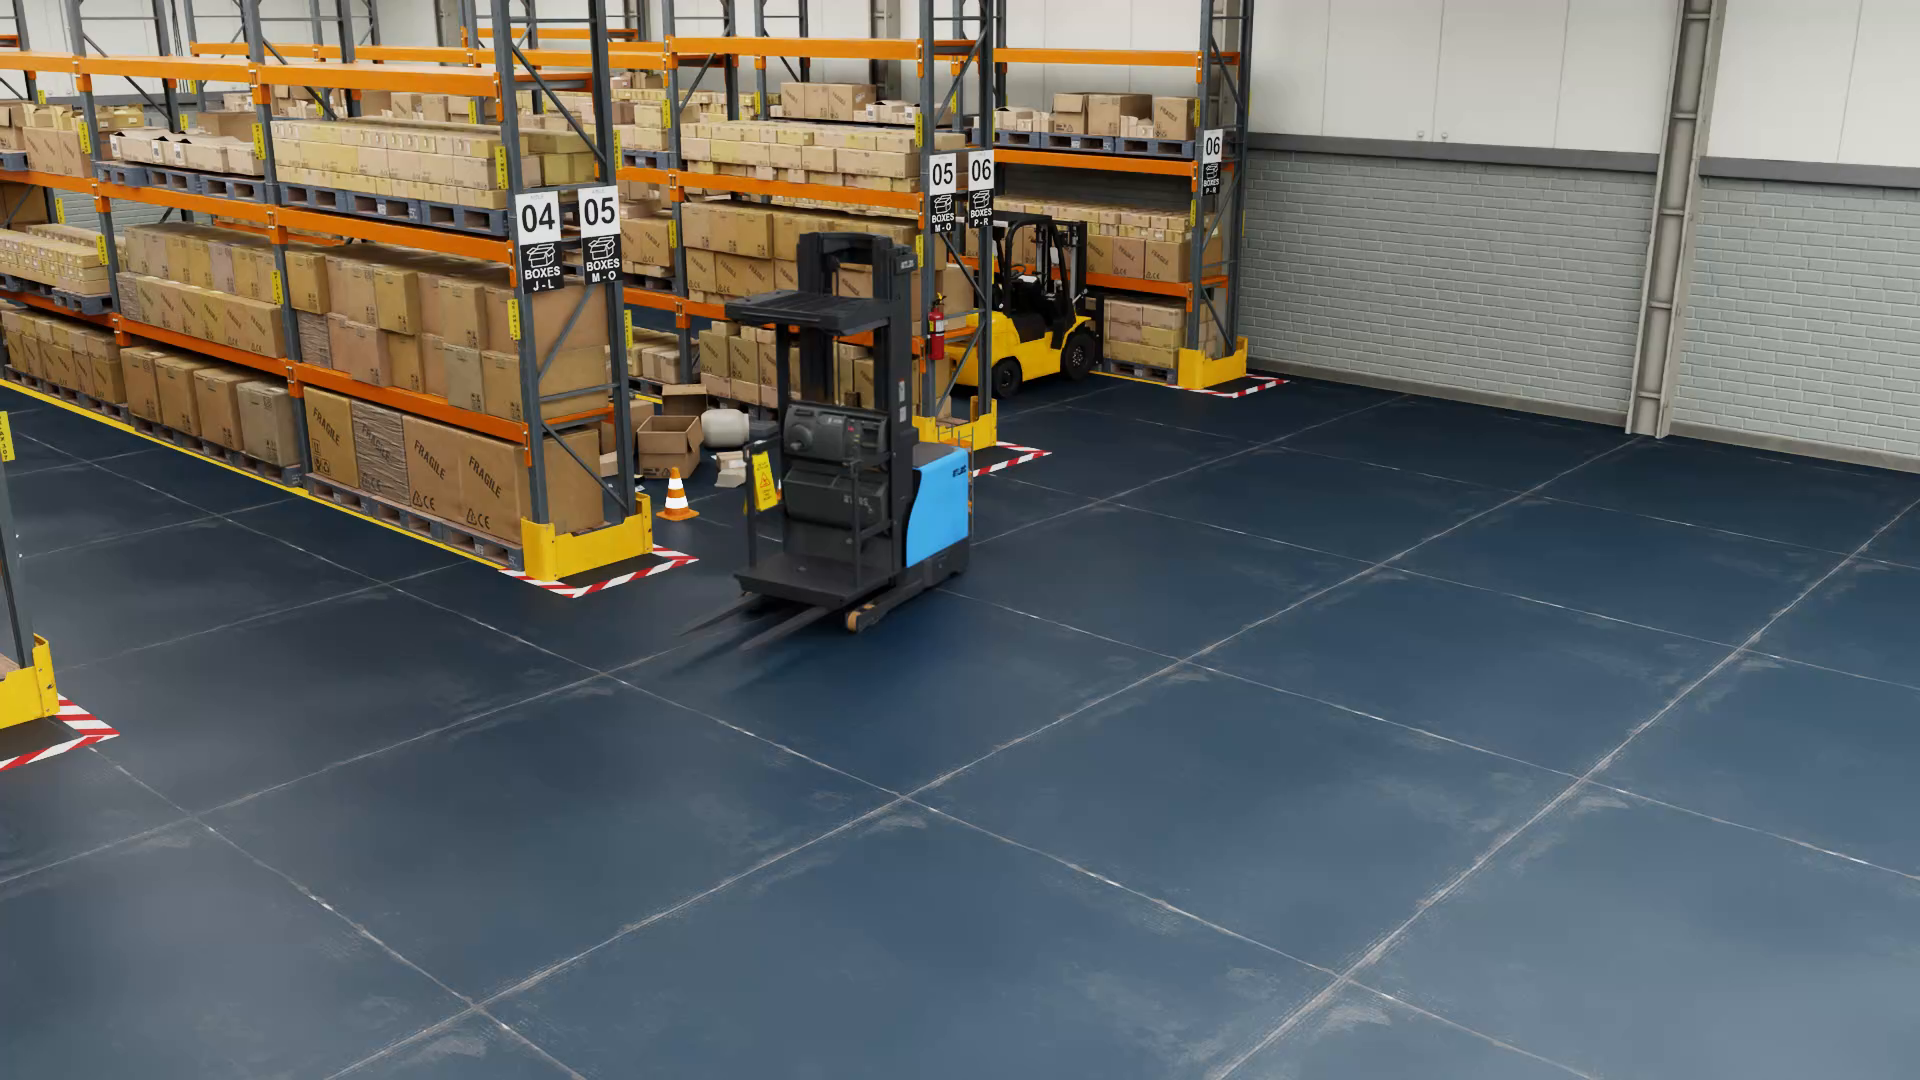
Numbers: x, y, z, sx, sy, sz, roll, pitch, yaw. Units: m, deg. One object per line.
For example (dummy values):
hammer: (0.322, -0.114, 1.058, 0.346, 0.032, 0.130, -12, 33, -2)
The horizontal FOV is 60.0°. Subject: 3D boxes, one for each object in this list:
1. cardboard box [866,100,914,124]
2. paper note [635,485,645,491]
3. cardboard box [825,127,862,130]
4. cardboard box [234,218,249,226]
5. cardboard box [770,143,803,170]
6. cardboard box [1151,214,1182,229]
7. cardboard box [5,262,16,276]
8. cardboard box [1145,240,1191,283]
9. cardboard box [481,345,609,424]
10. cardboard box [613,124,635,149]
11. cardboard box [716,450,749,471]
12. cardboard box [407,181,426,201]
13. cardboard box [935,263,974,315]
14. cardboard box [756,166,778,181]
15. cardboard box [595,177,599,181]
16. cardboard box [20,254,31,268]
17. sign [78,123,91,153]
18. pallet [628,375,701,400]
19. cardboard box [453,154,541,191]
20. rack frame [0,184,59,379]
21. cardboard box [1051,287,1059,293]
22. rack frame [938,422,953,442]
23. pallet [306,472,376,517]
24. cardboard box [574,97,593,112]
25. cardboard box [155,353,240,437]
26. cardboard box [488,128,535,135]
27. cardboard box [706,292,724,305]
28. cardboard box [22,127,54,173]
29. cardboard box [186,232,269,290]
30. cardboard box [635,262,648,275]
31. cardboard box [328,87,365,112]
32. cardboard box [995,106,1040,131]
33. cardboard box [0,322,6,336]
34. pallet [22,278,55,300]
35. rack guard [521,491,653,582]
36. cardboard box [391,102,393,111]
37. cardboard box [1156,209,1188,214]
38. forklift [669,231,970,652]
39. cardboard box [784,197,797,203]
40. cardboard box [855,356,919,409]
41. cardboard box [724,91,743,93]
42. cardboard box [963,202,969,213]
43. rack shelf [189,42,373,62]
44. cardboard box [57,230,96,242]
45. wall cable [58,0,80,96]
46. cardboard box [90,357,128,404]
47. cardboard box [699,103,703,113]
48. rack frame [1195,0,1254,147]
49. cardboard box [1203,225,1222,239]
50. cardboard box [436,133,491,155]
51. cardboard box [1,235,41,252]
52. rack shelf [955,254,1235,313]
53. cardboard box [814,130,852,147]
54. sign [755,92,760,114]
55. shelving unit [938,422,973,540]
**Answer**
cardboard box: (-1.007, -6.188, 23.980, 0.500, 0.311, 0.500, 14, 22, 37)
paper note: (-3.254, -0.516, 16.690, 0.144, 0.017, 0.142, -9, 20, -27)
cardboard box: (-1.277, -4.502, 18.476, 0.250, 0.149, 0.380, 16, 23, 40)
cardboard box: (-11.431, -5.385, 26.956, 0.500, 0.500, 0.500, 15, 23, 38)
cardboard box: (-1.737, -4.229, 18.274, 0.500, 0.250, 0.500, 15, 23, 40)
cardboard box: (2.649, -4.071, 21.250, 0.250, 0.149, 0.380, 15, 23, 39)
cardboard box: (-11.452, -3.341, 20.401, 0.250, 0.149, 0.380, 14, 22, 37)
cardboard box: (2.720, -3.592, 21.307, 0.500, 0.500, 0.500, 14, 23, 38)
cardboard box: (-3.547, -1.377, 14.244, 0.550, 0.550, 0.875, 15, 23, 39)
cardboard box: (-3.930, -4.930, 20.283, 0.500, 0.250, 0.500, 15, 23, 40)
cardboard box: (-2.350, -0.829, 17.477, 0.380, 0.149, 0.250, -6, 18, -18)
cardboard box: (-4.475, -2.994, 14.183, 0.250, 0.149, 0.380, 15, 23, 38)
cardboard box: (-0.200, -2.729, 18.094, 0.500, 0.500, 0.500, 15, 23, 38)
cardboard box: (-2.045, -4.098, 18.522, 0.250, 0.149, 0.380, 14, 23, 38)
cardboard box: (-6.650, -6.702, 29.786, 0.500, 0.500, 0.500, 14, 23, 38)
cardboard box: (-11.054, -3.376, 20.021, 0.250, 0.149, 0.380, 14, 23, 38)
sign: (-9.585, -4.401, 18.208, 0.005, 0.325, 0.100, 15, 23, 39)
pallet: (-3.605, -2.012, 21.101, 1.213, 0.211, 1.003, 15, 23, 39)
cardboard box: (-3.791, -3.024, 13.620, 0.500, 0.250, 0.500, 15, 23, 40)
rack frame: (-12.215, -3.651, 21.656, 0.127, 3.000, 1.000, 15, 23, 39)
cardboard box: (1.180, -3.304, 22.763, 0.500, 0.250, 0.500, 16, 24, 41)
rack frame: (-0.131, -0.536, 15.064, 0.008, 1.050, 0.200, 15, 23, 39)
pallet: (-5.715, -0.545, 16.480, 1.213, 0.211, 1.003, 15, 23, 39)
cardboard box: (-6.240, -7.455, 28.441, 0.500, 0.250, 0.500, 15, 23, 39)
cardboard box: (-8.171, -1.658, 18.402, 0.750, 0.750, 1.050, 15, 23, 40)
cardboard box: (-3.845, -3.471, 14.369, 0.250, 0.149, 0.380, 15, 23, 40)
cardboard box: (-2.775, -2.890, 19.675, 0.250, 0.149, 0.380, 16, 24, 41)
cardboard box: (-10.573, -4.581, 19.463, 0.500, 0.500, 0.500, 15, 23, 39)
cardboard box: (-7.747, -2.973, 17.703, 0.500, 0.500, 0.700, 15, 23, 39)
cardboard box: (-3.775, -3.363, 20.470, 0.250, 0.149, 0.380, 14, 22, 38)
cardboard box: (-9.305, -6.682, 25.223, 0.500, 0.500, 0.500, 16, 23, 40)
cardboard box: (0.731, -5.721, 22.510, 0.500, 0.311, 0.500, 16, 23, 40)
cardboard box: (-12.654, -2.788, 21.974, 0.250, 0.149, 0.380, 16, 24, 41)
pallet: (-10.731, -3.144, 20.378, 1.213, 0.211, 1.003, 15, 23, 39)
rack guard: (-3.222, -0.045, 14.427, 0.348, 0.500, 1.175, 15, 23, 39)
cardboard box: (-8.206, -6.249, 24.337, 0.500, 0.311, 0.500, 15, 23, 39)
cardboard box: (2.773, -4.230, 21.751, 0.250, 0.149, 0.380, 16, 23, 40)
forklift: (-1.088, -0.837, 12.904, 1.130, 2.935, 3.031, 10, 20, 28)
cardboard box: (-2.478, -5.285, 25.567, 0.250, 0.149, 0.380, 16, 23, 40)
cardboard box: (-0.802, -1.730, 18.217, 0.500, 0.500, 0.500, 15, 23, 40)
cardboard box: (-3.582, -7.141, 26.792, 0.250, 0.149, 0.380, 15, 23, 39)
cardboard box: (0.150, -4.784, 23.991, 0.250, 0.149, 0.380, 14, 23, 38)
rack shelf: (-10.501, -7.518, 25.776, 4.000, 0.370, 1.077, 15, 23, 39)
cardboard box: (-11.014, -3.769, 20.768, 0.250, 0.149, 0.380, 14, 22, 38)
wall cable: (-16.438, -9.532, 30.270, 0.029, 3.000, 0.463, 15, 23, 39)
cardboard box: (-9.889, -1.929, 19.670, 0.500, 0.500, 0.500, 15, 23, 39)
cardboard box: (-4.091, -6.941, 26.653, 0.250, 0.149, 0.380, 16, 24, 41)
rack frame: (3.262, -6.365, 20.291, 0.127, 3.000, 1.000, 15, 23, 39)
cardboard box: (3.181, -3.989, 21.484, 0.250, 0.149, 0.380, 14, 23, 38)
cardboard box: (-4.094, -3.272, 13.742, 0.250, 0.149, 0.380, 16, 23, 40)
cardboard box: (-11.446, -3.623, 20.306, 0.250, 0.149, 0.380, 15, 23, 39)
rack shelf: (1.766, -3.564, 22.572, 4.000, 0.370, 1.077, 15, 23, 39)
cardboard box: (-1.361, -4.352, 18.004, 0.250, 0.149, 0.380, 14, 22, 38)
sign: (-3.083, -6.665, 25.342, 0.005, 0.325, 0.100, 15, 23, 39)
shelving unit: (-0.040, -0.511, 14.987, 0.252, 1.050, 0.215, 15, 23, 39)
